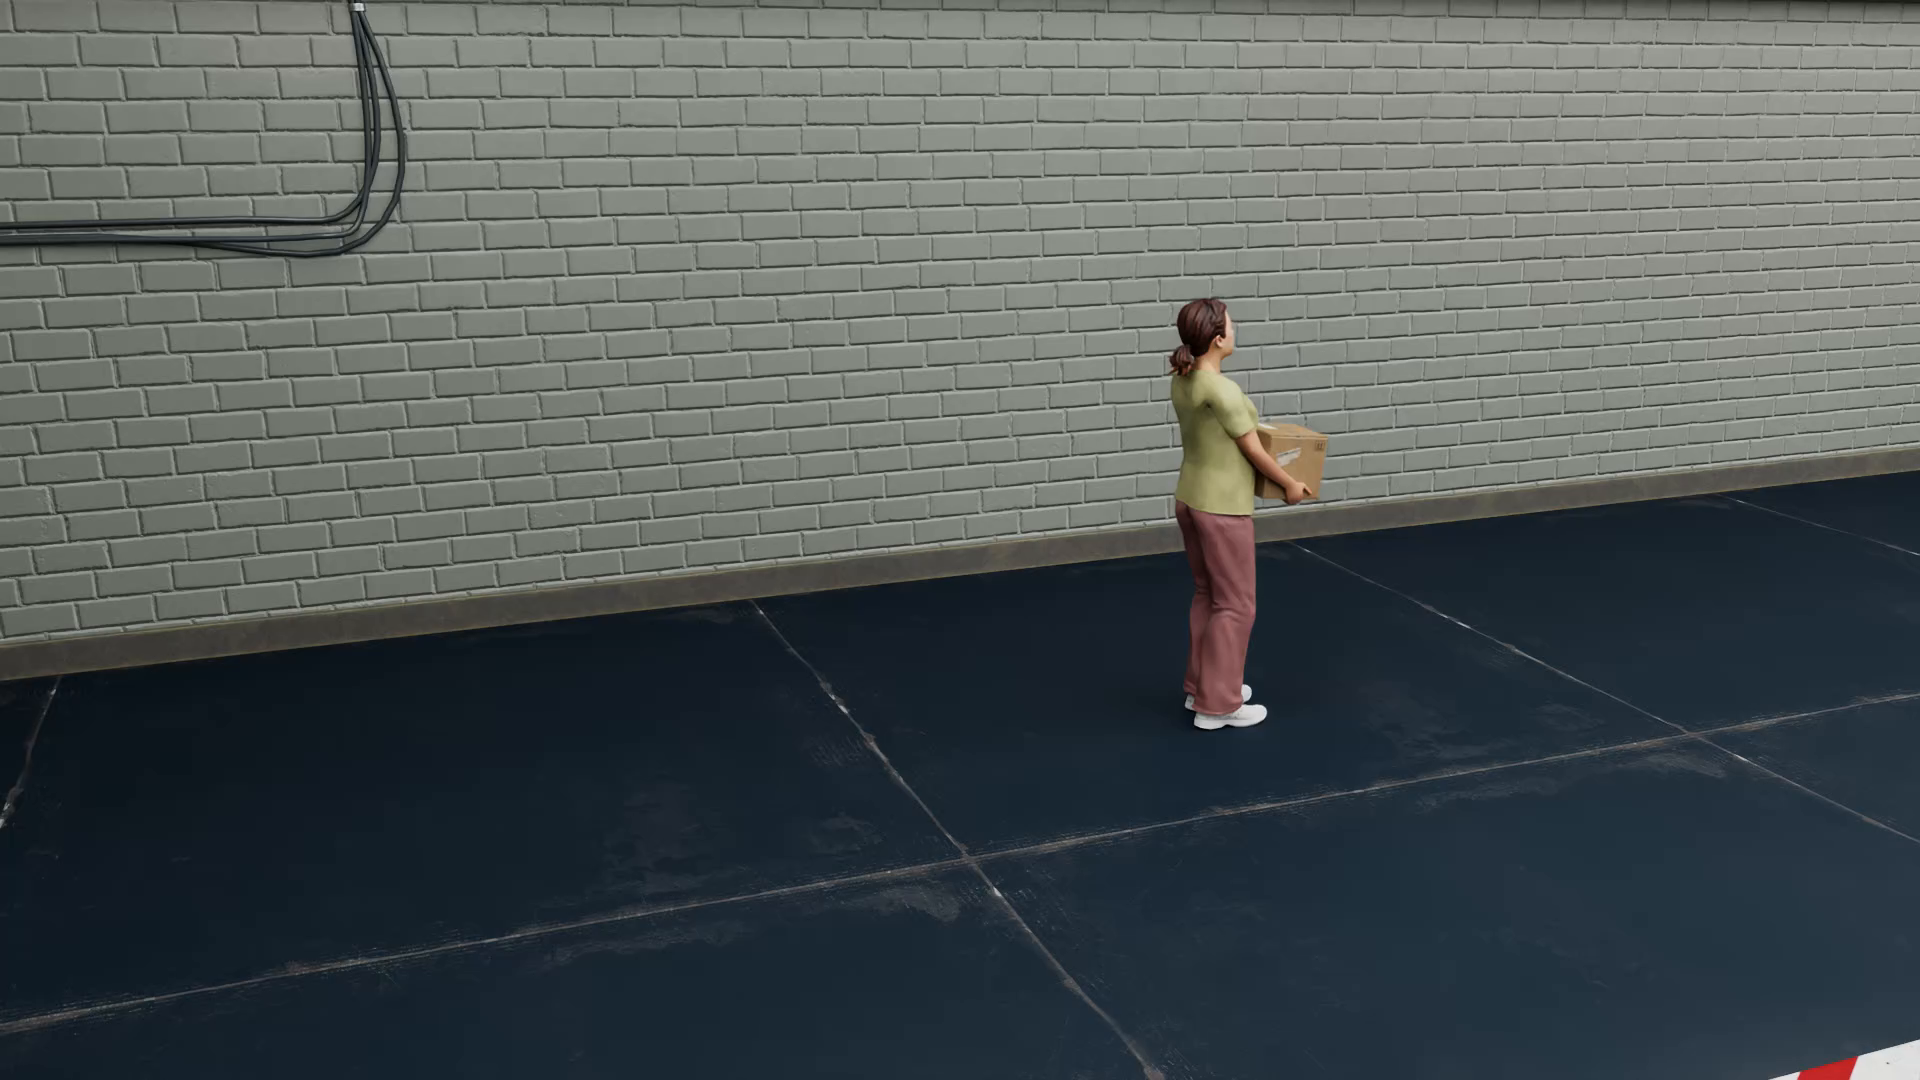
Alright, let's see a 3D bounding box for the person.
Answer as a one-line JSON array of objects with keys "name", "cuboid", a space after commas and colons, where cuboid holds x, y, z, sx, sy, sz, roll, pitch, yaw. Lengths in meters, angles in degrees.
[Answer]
[{"name": "person", "cuboid": [1.042, -0.110, 6.437, 0.551, 1.663, 0.428, -6, 17, -20]}]
